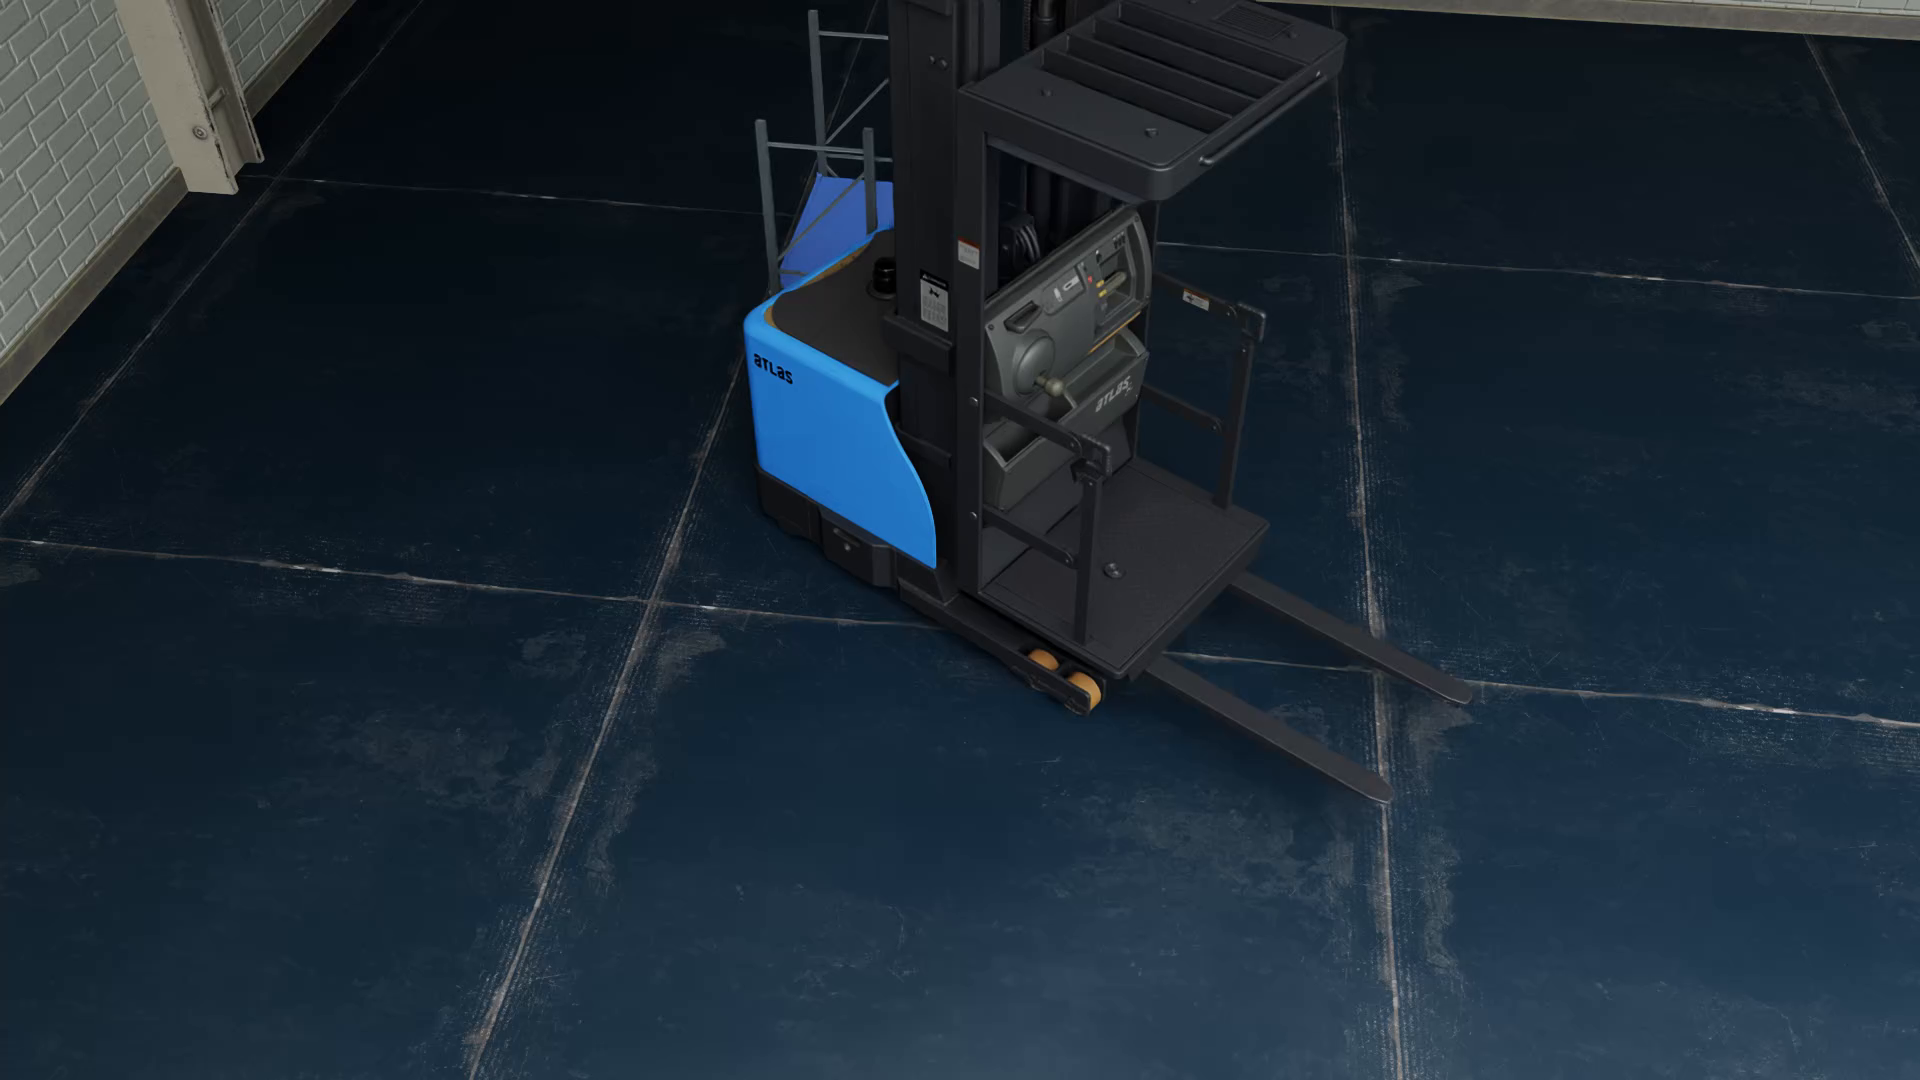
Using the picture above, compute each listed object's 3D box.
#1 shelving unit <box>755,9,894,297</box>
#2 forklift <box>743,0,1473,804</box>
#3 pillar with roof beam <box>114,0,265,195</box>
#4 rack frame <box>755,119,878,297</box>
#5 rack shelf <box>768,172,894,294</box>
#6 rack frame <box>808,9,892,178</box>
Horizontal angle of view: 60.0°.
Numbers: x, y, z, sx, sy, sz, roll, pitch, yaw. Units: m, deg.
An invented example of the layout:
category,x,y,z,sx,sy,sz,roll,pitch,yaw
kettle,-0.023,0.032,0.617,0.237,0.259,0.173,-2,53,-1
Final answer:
category,x,y,z,sx,sy,sz,roll,pitch,yaw
shelving unit,-0.530,-1.524,7.791,0.538,1.500,1.048,6,44,6
forklift,0.570,-0.795,5.980,3.031,2.935,1.130,29,51,27
pillar with roof beam,0.077,-4.961,5.967,9.100,9.000,0.400,5,44,6
rack frame,-0.607,-1.179,7.426,0.500,1.500,0.032,6,44,6
rack shelf,-0.530,-1.394,7.915,0.538,0.185,1.000,6,44,6
rack frame,-0.453,-1.870,8.156,0.500,1.500,0.032,6,44,6
